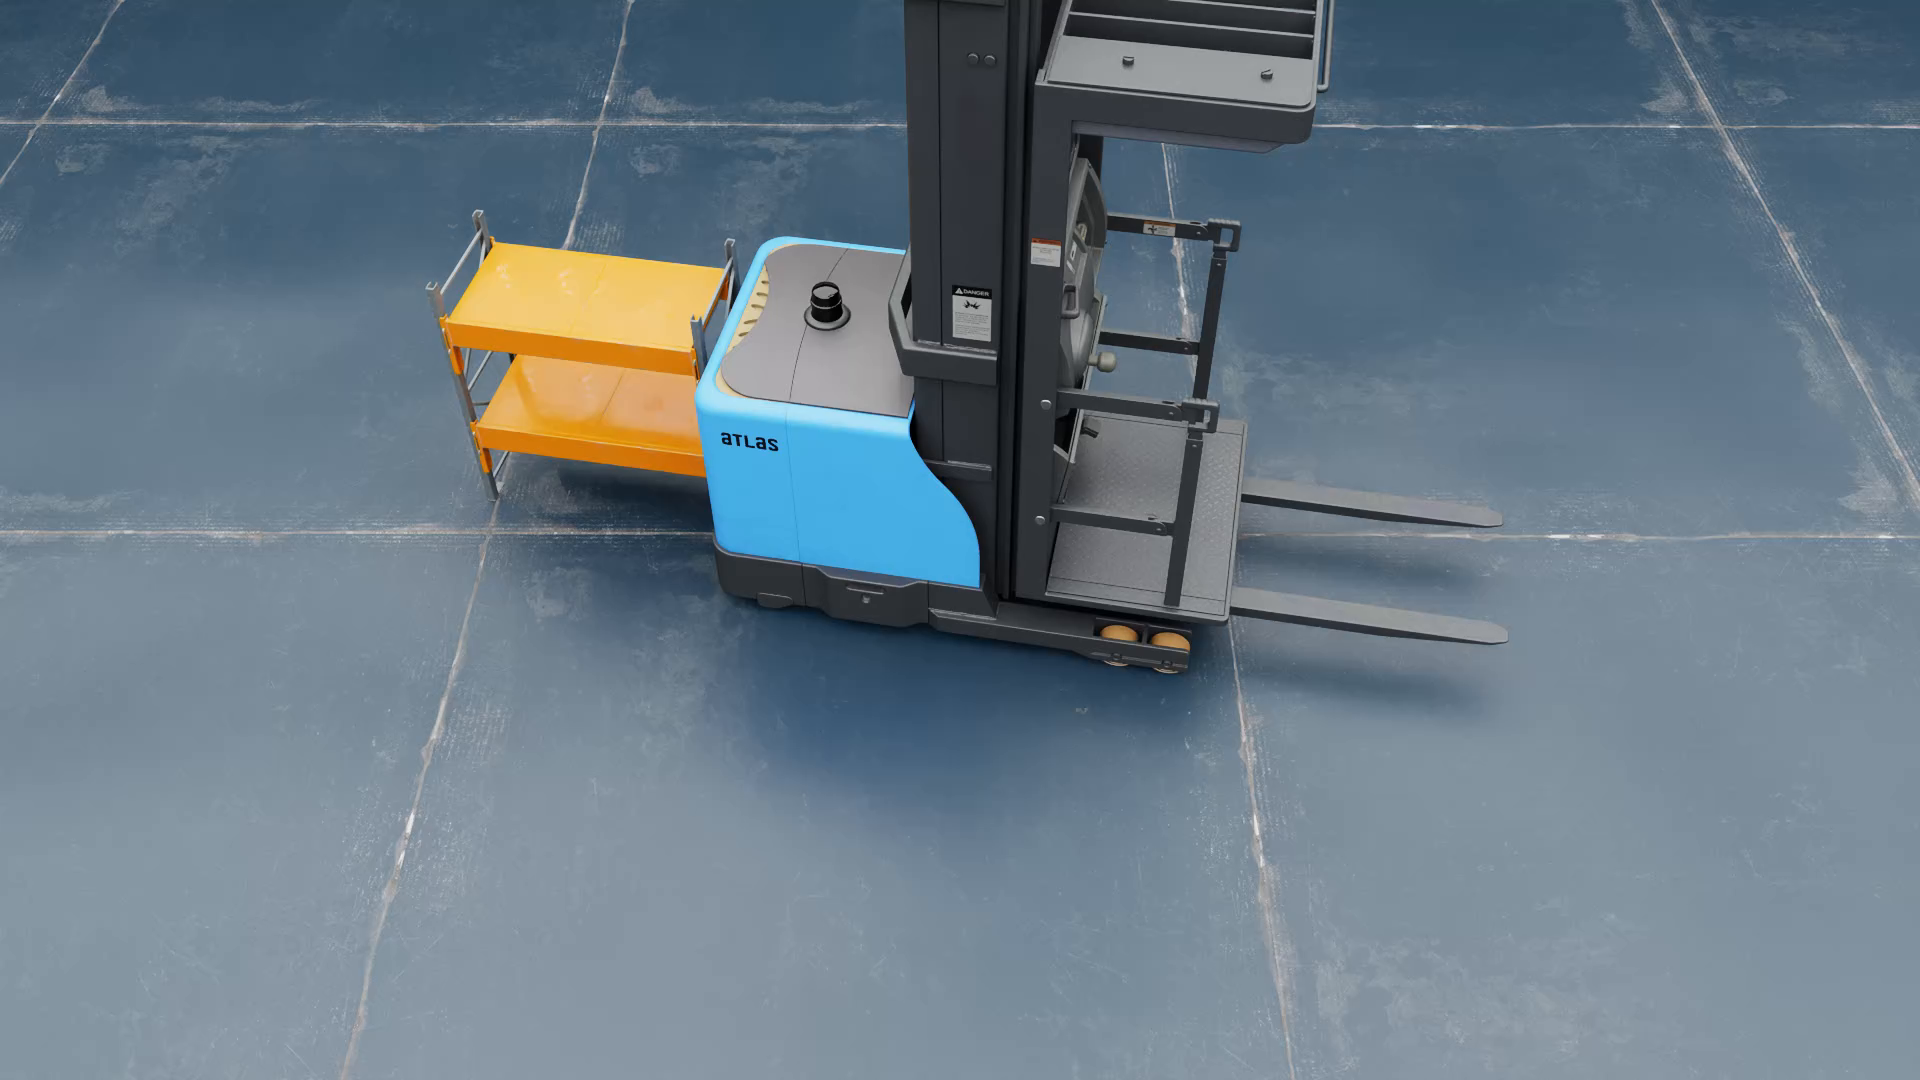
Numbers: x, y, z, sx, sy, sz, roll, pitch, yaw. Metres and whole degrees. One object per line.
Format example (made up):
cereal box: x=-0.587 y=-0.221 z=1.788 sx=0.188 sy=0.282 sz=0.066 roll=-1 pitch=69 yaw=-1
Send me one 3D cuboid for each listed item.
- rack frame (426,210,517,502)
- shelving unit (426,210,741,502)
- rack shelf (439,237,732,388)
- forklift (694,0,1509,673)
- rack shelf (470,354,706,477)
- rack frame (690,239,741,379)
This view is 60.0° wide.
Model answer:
rack frame: x=-1.921 y=-0.725 z=6.737 sx=0.032 sy=1.125 sz=0.500 roll=8 pitch=48 yaw=7
shelving unit: x=-1.421 y=-0.657 z=6.674 sx=1.048 sy=1.125 sz=0.538 roll=8 pitch=48 yaw=7
rack shelf: x=-1.421 y=-0.857 z=6.460 sx=1.000 sy=0.278 sz=0.538 roll=8 pitch=48 yaw=7
forklift: x=0.611 y=-0.914 z=5.679 sx=3.031 sy=2.935 sz=1.130 roll=8 pitch=48 yaw=7
rack shelf: x=-1.421 y=-0.491 z=6.853 sx=1.000 sy=0.278 sz=0.538 roll=8 pitch=48 yaw=7
rack frame: x=-0.921 y=-0.590 z=6.611 sx=0.032 sy=1.125 sz=0.500 roll=8 pitch=48 yaw=7
